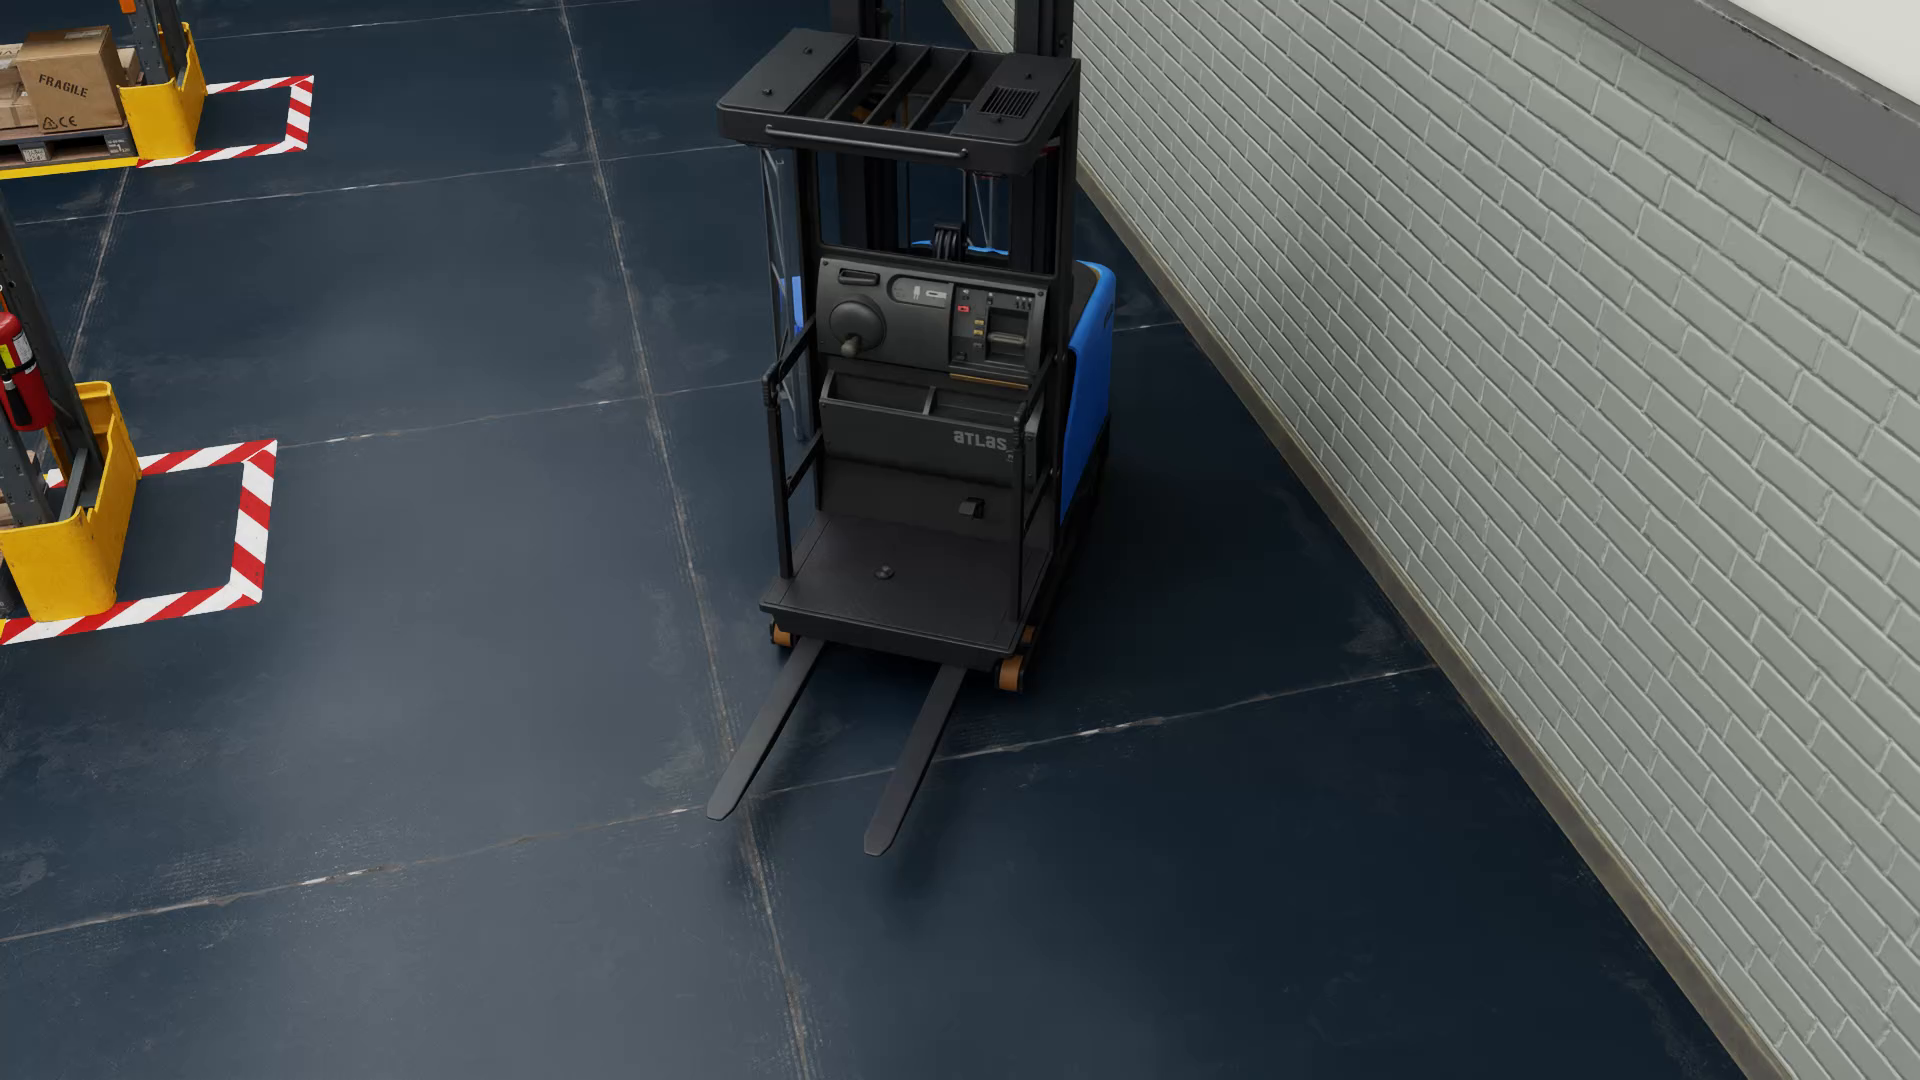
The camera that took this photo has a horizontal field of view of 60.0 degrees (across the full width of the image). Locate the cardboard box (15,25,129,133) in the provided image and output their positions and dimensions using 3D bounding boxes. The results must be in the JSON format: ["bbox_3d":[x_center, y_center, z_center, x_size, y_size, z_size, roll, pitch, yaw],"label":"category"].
[{"bbox_3d":[-5.823,-3.036,10.945,0.500,0.500,0.500,-9,38,-12],"label":"cardboard box"}]

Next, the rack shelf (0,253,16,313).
[{"bbox_3d":[-6.005,-0.576,6.626,4.000,0.370,1.077,-9,38,-12],"label":"rack shelf"}]

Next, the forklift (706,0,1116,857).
[{"bbox_3d":[-0.177,-0.801,6.385,1.130,2.935,3.031,10,39,13],"label":"forklift"}]

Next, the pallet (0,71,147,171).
[{"bbox_3d":[-6.205,-2.838,11.286,1.213,0.211,1.003,-9,38,-12],"label":"pallet"}]

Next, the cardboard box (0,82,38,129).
[{"bbox_3d":[-6.237,-2.892,11.031,0.250,0.166,0.380,-9,38,-12],"label":"cardboard box"}]

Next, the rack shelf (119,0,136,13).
[{"bbox_3d":[-7.293,-3.482,10.425,4.000,0.370,1.077,-9,38,-12],"label":"rack shelf"}]

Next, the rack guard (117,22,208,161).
[{"bbox_3d":[-5.435,-3.080,11.364,0.348,0.500,1.175,-9,38,-12],"label":"rack guard"}]

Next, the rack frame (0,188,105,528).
[{"bbox_3d":[-4.074,-1.178,6.822,0.127,3.000,1.000,-9,38,-12],"label":"rack frame"}]

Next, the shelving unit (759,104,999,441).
[{"bbox_3d":[-0.388,-1.332,8.257,1.048,1.500,0.538,-10,38,-13],"label":"shelving unit"}]

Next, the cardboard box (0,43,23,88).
[{"bbox_3d":[-6.444,-3.168,11.324,0.500,0.250,0.500,-9,38,-12],"label":"cardboard box"}]

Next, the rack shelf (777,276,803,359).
[{"bbox_3d":[-0.388,-1.190,8.366,1.000,0.185,0.538,-10,38,-13],"label":"rack shelf"}]

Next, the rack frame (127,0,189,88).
[{"bbox_3d":[-5.362,-4.084,10.621,0.127,3.000,1.000,-9,38,-12],"label":"rack frame"}]

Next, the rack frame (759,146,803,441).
[{"bbox_3d":[-0.877,-1.247,8.146,0.032,1.500,0.500,-10,38,-13],"label":"rack frame"}]

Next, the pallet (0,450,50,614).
[{"bbox_3d":[-4.880,0.037,7.528,1.213,0.211,1.003,-9,38,-12],"label":"pallet"}]

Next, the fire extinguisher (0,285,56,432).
[{"bbox_3d":[-3.810,-0.757,6.641,0.183,0.674,0.296,-9,38,-12],"label":"fire extinguisher"}]

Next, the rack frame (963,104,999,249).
[{"bbox_3d":[0.100,-1.418,8.369,0.032,1.500,0.500,-10,38,-13],"label":"rack frame"}]

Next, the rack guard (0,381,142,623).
[{"bbox_3d":[-4.054,-0.197,7.596,0.348,0.500,1.175,-9,38,-12],"label":"rack guard"}]

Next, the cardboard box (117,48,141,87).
[{"bbox_3d":[-5.856,-3.262,11.530,0.250,0.149,0.380,-9,38,-12],"label":"cardboard box"}]
